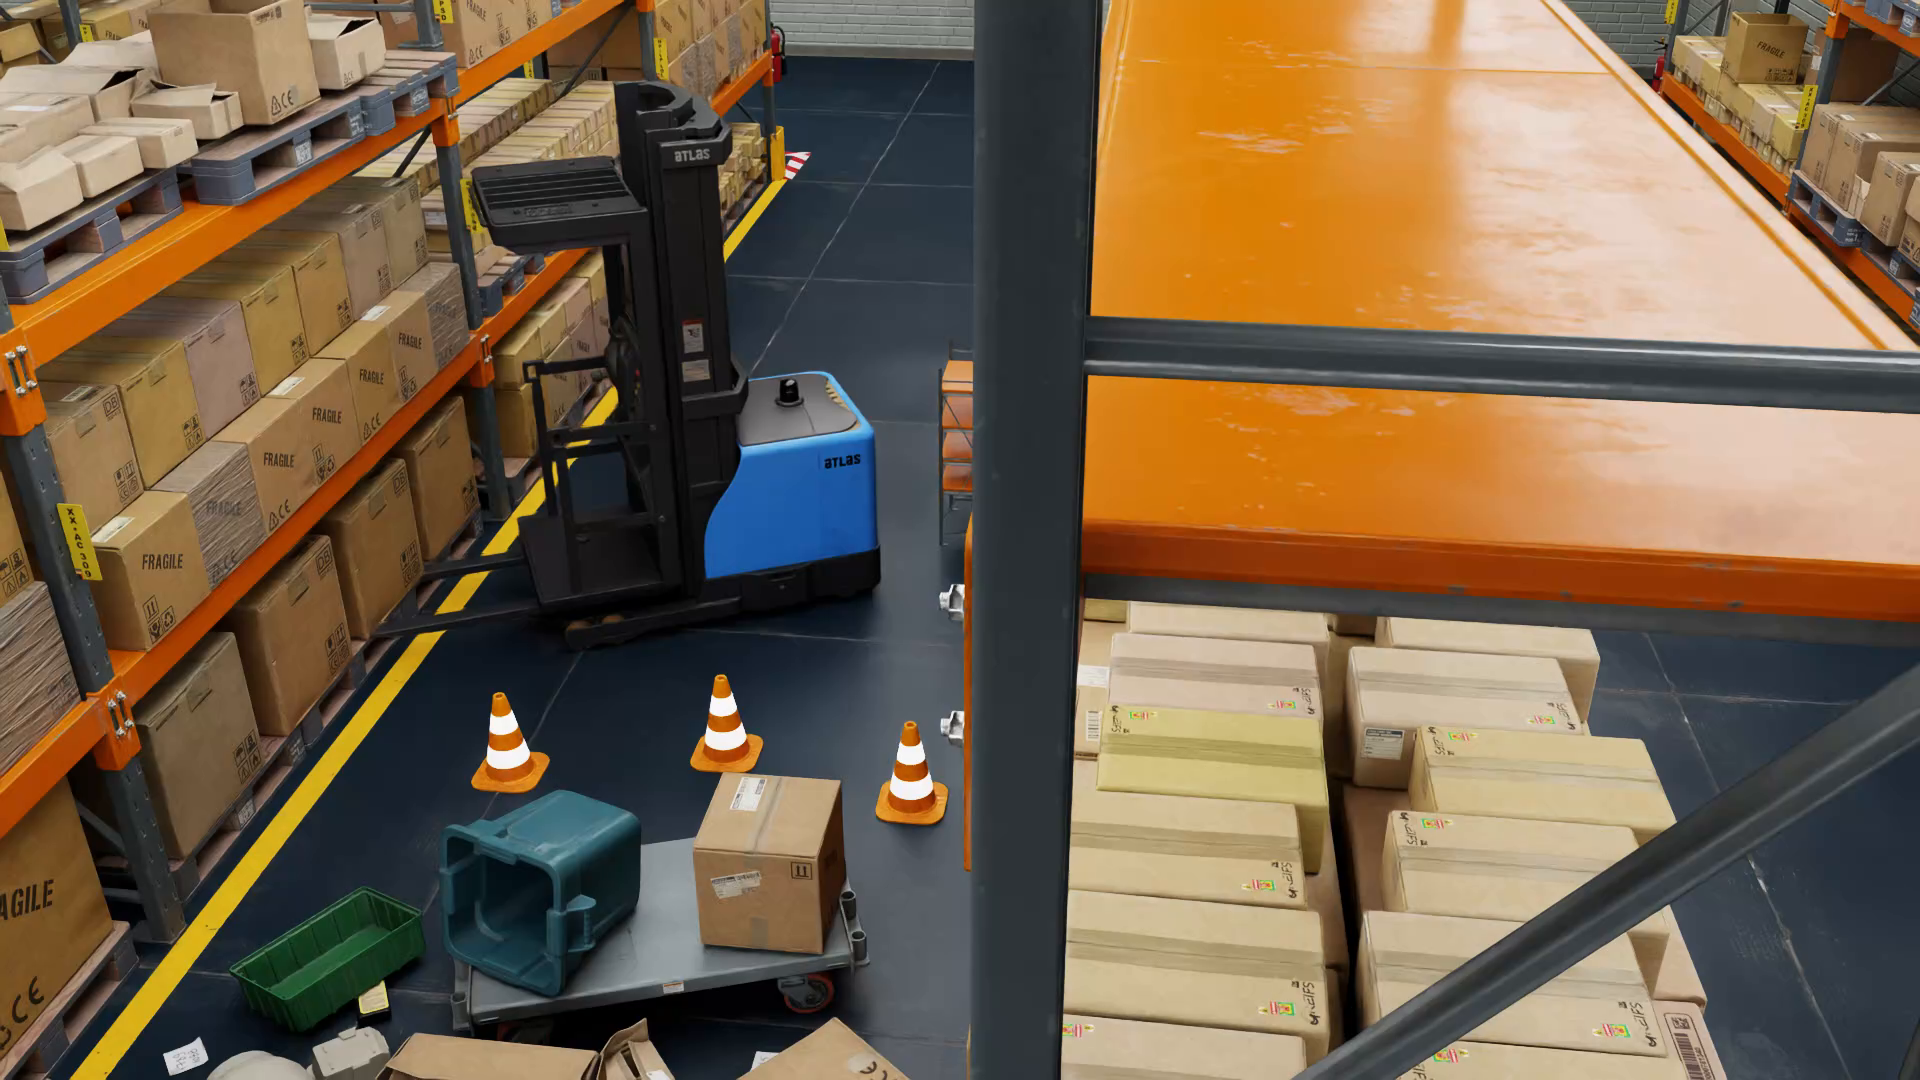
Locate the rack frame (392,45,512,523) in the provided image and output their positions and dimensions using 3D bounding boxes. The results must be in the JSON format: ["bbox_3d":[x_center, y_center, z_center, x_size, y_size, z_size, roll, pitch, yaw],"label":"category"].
[{"bbox_3d":[-3.432,-1.489,10.144,1.000,3.000,0.127,3,28,6],"label":"rack frame"}]

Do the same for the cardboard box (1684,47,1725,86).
[{"bbox_3d":[7.016,-4.358,15.313,0.500,0.250,0.500,4,29,7],"label":"cardboard box"}]

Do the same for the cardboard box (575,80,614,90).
[{"bbox_3d":[-2.797,-3.508,13.086,0.380,0.149,0.250,5,29,9],"label":"cardboard box"}]

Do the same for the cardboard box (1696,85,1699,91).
[{"bbox_3d":[7.105,-4.231,15.497,0.380,0.149,0.250,3,28,6],"label":"cardboard box"}]

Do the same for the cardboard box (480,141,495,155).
[{"bbox_3d":[-3.602,-2.801,12.087,0.380,0.149,0.250,3,28,5],"label":"cardboard box"}]

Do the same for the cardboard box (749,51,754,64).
[{"bbox_3d":[-2.279,-4.860,16.665,0.380,0.149,0.250,3,28,6],"label":"cardboard box"}]

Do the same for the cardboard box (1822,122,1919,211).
[{"bbox_3d":[6.565,-2.616,11.687,0.700,0.500,0.500,4,29,7],"label":"cardboard box"}]

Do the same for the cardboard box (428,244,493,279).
[{"bbox_3d":[-3.177,-1.763,10.473,0.380,0.149,0.250,3,28,5],"label":"cardboard box"}]

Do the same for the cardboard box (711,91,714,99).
[{"bbox_3d":[-2.482,-4.128,15.306,0.380,0.149,0.250,4,29,8],"label":"cardboard box"}]

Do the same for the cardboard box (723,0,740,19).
[{"bbox_3d":[-2.378,-5.157,15.478,0.500,0.500,0.500,5,29,9],"label":"cardboard box"}]

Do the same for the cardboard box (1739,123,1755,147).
[{"bbox_3d":[6.779,-3.391,13.939,0.380,0.149,0.250,3,28,5],"label":"cardboard box"}]

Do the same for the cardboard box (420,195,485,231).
[{"bbox_3d":[-3.182,-2.034,10.350,0.380,0.149,0.250,3,28,6],"label":"cardboard box"}]

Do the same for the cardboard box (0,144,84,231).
[{"bbox_3d":[-3.600,-1.366,6.347,0.258,0.266,0.396,3,28,5],"label":"cardboard box"}]

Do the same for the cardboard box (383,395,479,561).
[{"bbox_3d":[-3.596,-0.402,10.056,1.050,0.750,0.750,3,28,6],"label":"cardboard box"}]

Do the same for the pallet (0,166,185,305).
[{"bbox_3d":[-3.858,-1.277,6.789,0.805,0.209,1.217,2,28,4],"label":"pallet"}]

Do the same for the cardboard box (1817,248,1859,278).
[{"bbox_3d":[6.618,-2.068,12.413,0.380,0.149,0.250,2,28,4],"label":"cardboard box"}]

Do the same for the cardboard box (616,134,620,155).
[{"bbox_3d":[-2.825,-3.126,13.003,0.380,0.149,0.250,4,29,6],"label":"cardboard box"}]

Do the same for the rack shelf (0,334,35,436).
[{"bbox_3d":[-4.167,0.331,4.361,1.077,0.370,4.000,3,28,6],"label":"rack shelf"}]

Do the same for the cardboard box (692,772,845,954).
[{"bbox_3d":[-0.767,1.311,6.782,0.500,0.500,0.500,3,28,6],"label":"cardboard box"}]

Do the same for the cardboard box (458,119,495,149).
[{"bbox_3d":[-3.604,-2.941,12.033,0.380,0.149,0.250,4,29,8],"label":"cardboard box"}]

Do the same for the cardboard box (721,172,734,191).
[{"bbox_3d":[-2.395,-3.442,16.018,0.380,0.149,0.250,5,29,9],"label":"cardboard box"}]

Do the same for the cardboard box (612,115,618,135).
[{"bbox_3d":[-2.826,-3.255,12.929,0.380,0.149,0.250,4,29,7],"label":"cardboard box"}]

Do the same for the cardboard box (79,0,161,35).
[{"bbox_3d":[-7.471,-4.545,14.870,0.500,0.500,0.500,3,28,6],"label":"cardboard box"}]

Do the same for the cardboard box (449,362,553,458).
[{"bbox_3d":[-3.092,-0.892,11.228,0.500,0.500,0.500,2,28,4],"label":"cardboard box"}]

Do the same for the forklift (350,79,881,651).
[{"bbox_3d":[-2.046,-0.949,9.213,3.031,2.935,1.130,-10,30,-17],"label":"forklift"}]

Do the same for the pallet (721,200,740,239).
[{"bbox_3d":[-2.747,-3.039,15.960,1.003,0.211,1.213,3,28,6],"label":"pallet"}]

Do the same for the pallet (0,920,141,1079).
[{"bbox_3d":[-4.093,1.975,6.654,1.003,0.211,1.213,3,28,6],"label":"pallet"}]

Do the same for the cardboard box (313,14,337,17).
[{"bbox_3d":[-3.631,-2.780,9.094,0.380,0.149,0.250,2,28,4],"label":"cardboard box"}]

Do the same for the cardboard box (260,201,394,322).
[{"bbox_3d":[-3.557,-1.525,9.050,0.700,0.500,0.500,3,28,5],"label":"cardboard box"}]

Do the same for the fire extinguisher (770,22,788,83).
[{"bbox_3d":[-1.963,-5.149,17.411,0.296,0.674,0.183,3,28,6],"label":"fire extinguisher"}]

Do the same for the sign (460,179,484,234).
[{"bbox_3d":[-2.881,-1.968,9.812,0.100,0.325,0.005,3,28,6],"label":"sign"}]

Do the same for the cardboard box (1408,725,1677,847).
[{"bbox_3d":[0.971,0.453,2.801,0.380,0.149,0.250,3,28,6],"label":"cardboard box"}]

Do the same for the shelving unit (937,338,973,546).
[{"bbox_3d":[0.020,-0.606,10.402,0.258,1.200,0.503,3,28,6],"label":"shelving unit"}]

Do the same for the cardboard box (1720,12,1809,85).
[{"bbox_3d":[6.894,-4.219,14.265,0.500,0.500,0.500,4,29,7],"label":"cardboard box"}]

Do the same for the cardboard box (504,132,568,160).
[{"bbox_3d":[-2.989,-2.768,11.712,0.380,0.149,0.250,3,28,5],"label":"cardboard box"}]

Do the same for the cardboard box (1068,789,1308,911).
[{"bbox_3d":[0.344,0.539,2.641,0.380,0.149,0.250,3,28,6],"label":"cardboard box"}]

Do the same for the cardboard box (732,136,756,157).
[{"bbox_3d":[-2.258,-3.939,16.626,0.380,0.149,0.250,3,28,5],"label":"cardboard box"}]

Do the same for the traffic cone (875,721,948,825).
[{"bbox_3d":[-0.234,1.085,8.040,0.336,0.463,0.334,3,28,6],"label":"traffic cone"}]

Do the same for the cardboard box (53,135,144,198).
[{"bbox_3d":[-3.549,-1.519,6.753,0.250,0.149,0.380,3,28,6],"label":"cardboard box"}]

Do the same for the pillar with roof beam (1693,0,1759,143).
[{"bbox_3d":[4.353,-8.836,17.456,9.100,9.000,0.400,3,28,6],"label":"pillar with roof beam"}]

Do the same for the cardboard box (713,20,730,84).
[{"bbox_3d":[-2.443,-4.488,15.291,0.500,0.500,0.500,5,29,9],"label":"cardboard box"}]

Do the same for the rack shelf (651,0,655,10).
[{"bbox_3d":[-2.697,-5.318,14.846,1.077,0.370,4.000,3,28,6],"label":"rack shelf"}]

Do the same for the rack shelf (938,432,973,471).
[{"bbox_3d":[0.020,-0.547,10.434,0.258,0.148,0.480,3,28,6],"label":"rack shelf"}]

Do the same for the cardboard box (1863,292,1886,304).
[{"bbox_3d":[6.605,-1.676,11.999,0.380,0.149,0.250,3,28,5],"label":"cardboard box"}]

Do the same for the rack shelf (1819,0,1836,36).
[{"bbox_3d":[7.155,-4.791,13.868,1.077,0.370,4.000,3,28,6],"label":"rack shelf"}]

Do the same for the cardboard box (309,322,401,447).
[{"bbox_3d":[-3.344,-0.836,8.825,0.500,0.500,0.500,3,28,5],"label":"cardboard box"}]

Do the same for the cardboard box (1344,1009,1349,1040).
[{"bbox_3d":[0.892,0.800,2.997,0.380,0.149,0.250,3,28,6],"label":"cardboard box"}]

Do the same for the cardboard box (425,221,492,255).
[{"bbox_3d":[-3.173,-1.910,10.434,0.380,0.149,0.250,5,29,8],"label":"cardboard box"}]

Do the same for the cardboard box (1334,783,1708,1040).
[{"bbox_3d":[0.910,0.673,2.812,0.500,0.250,0.500,3,28,5],"label":"cardboard box"}]
